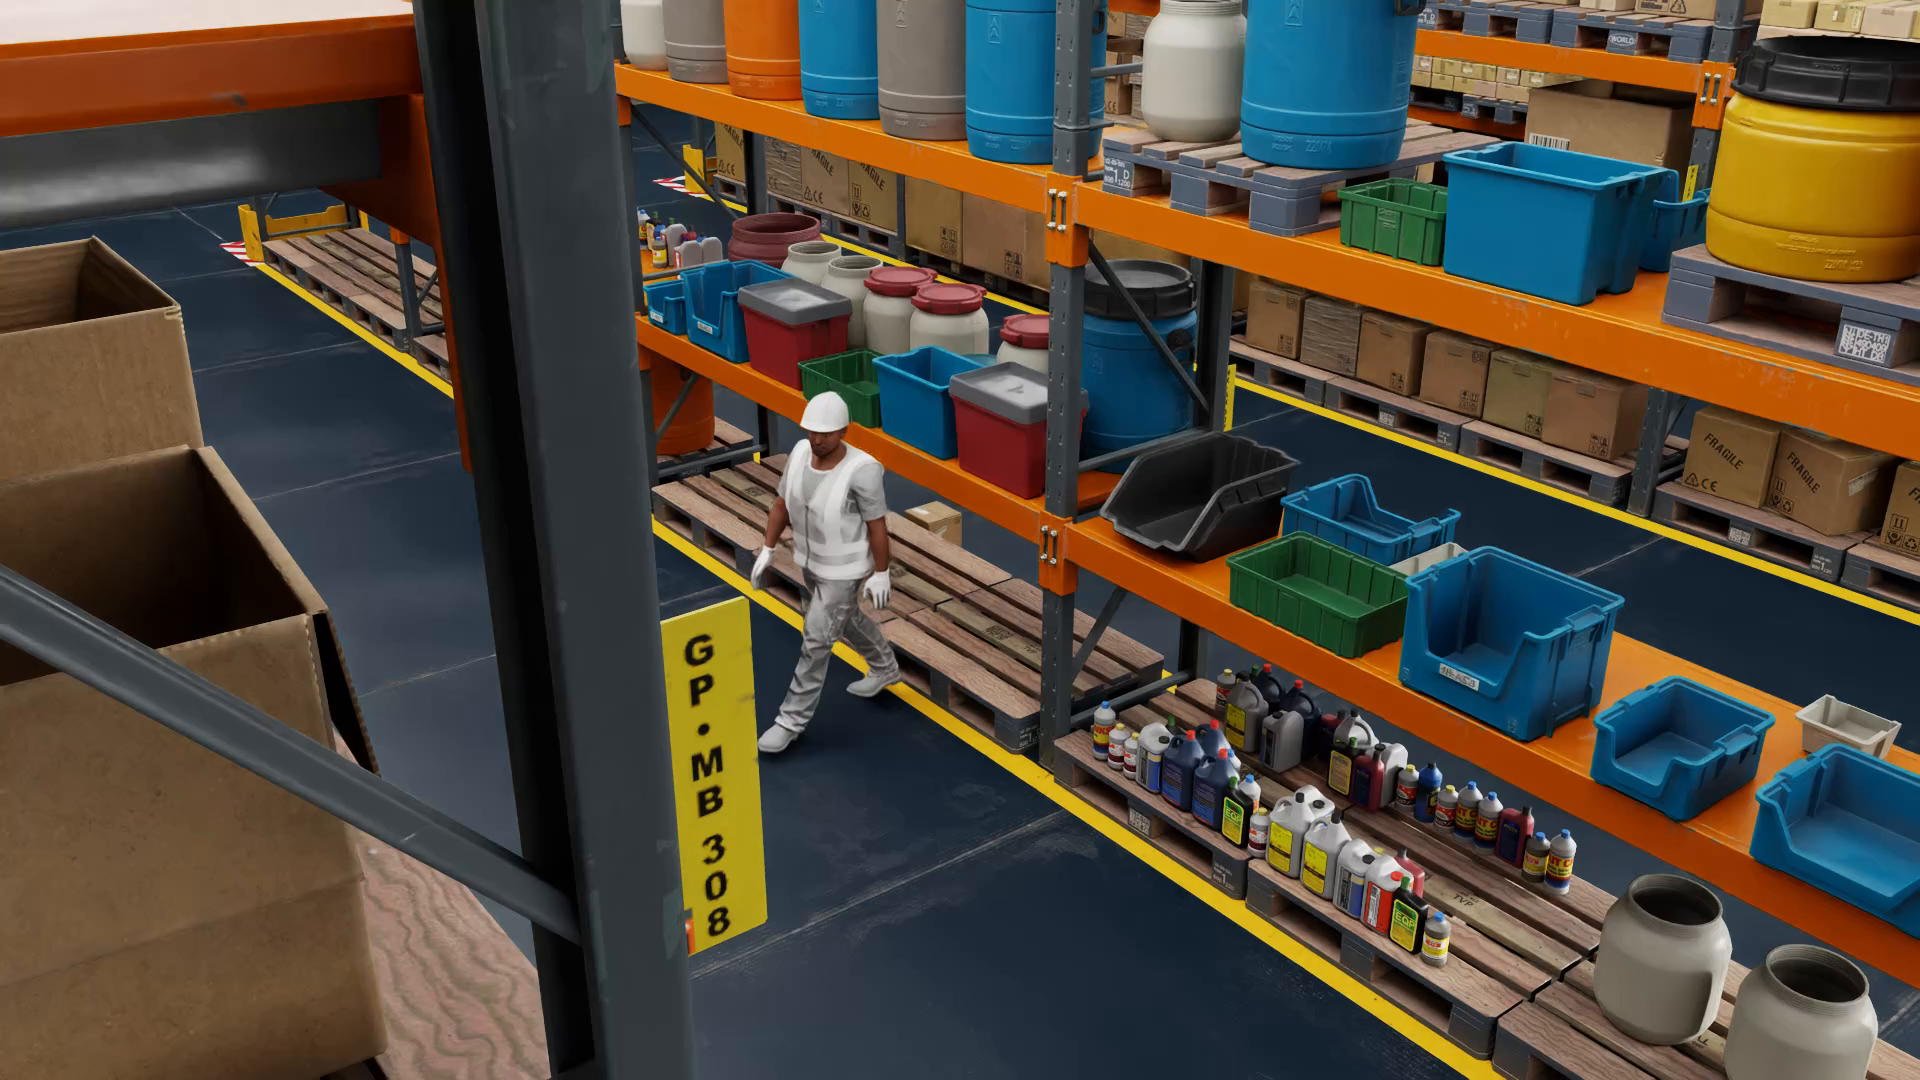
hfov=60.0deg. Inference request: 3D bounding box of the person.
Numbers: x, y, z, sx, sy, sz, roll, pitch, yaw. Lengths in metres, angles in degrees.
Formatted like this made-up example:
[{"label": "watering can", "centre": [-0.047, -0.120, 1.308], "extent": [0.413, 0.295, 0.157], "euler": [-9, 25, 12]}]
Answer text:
[{"label": "person", "centre": [-0.634, 0.117, 7.903], "extent": [0.959, 1.749, 0.577], "euler": [-21, 32, -38]}]
